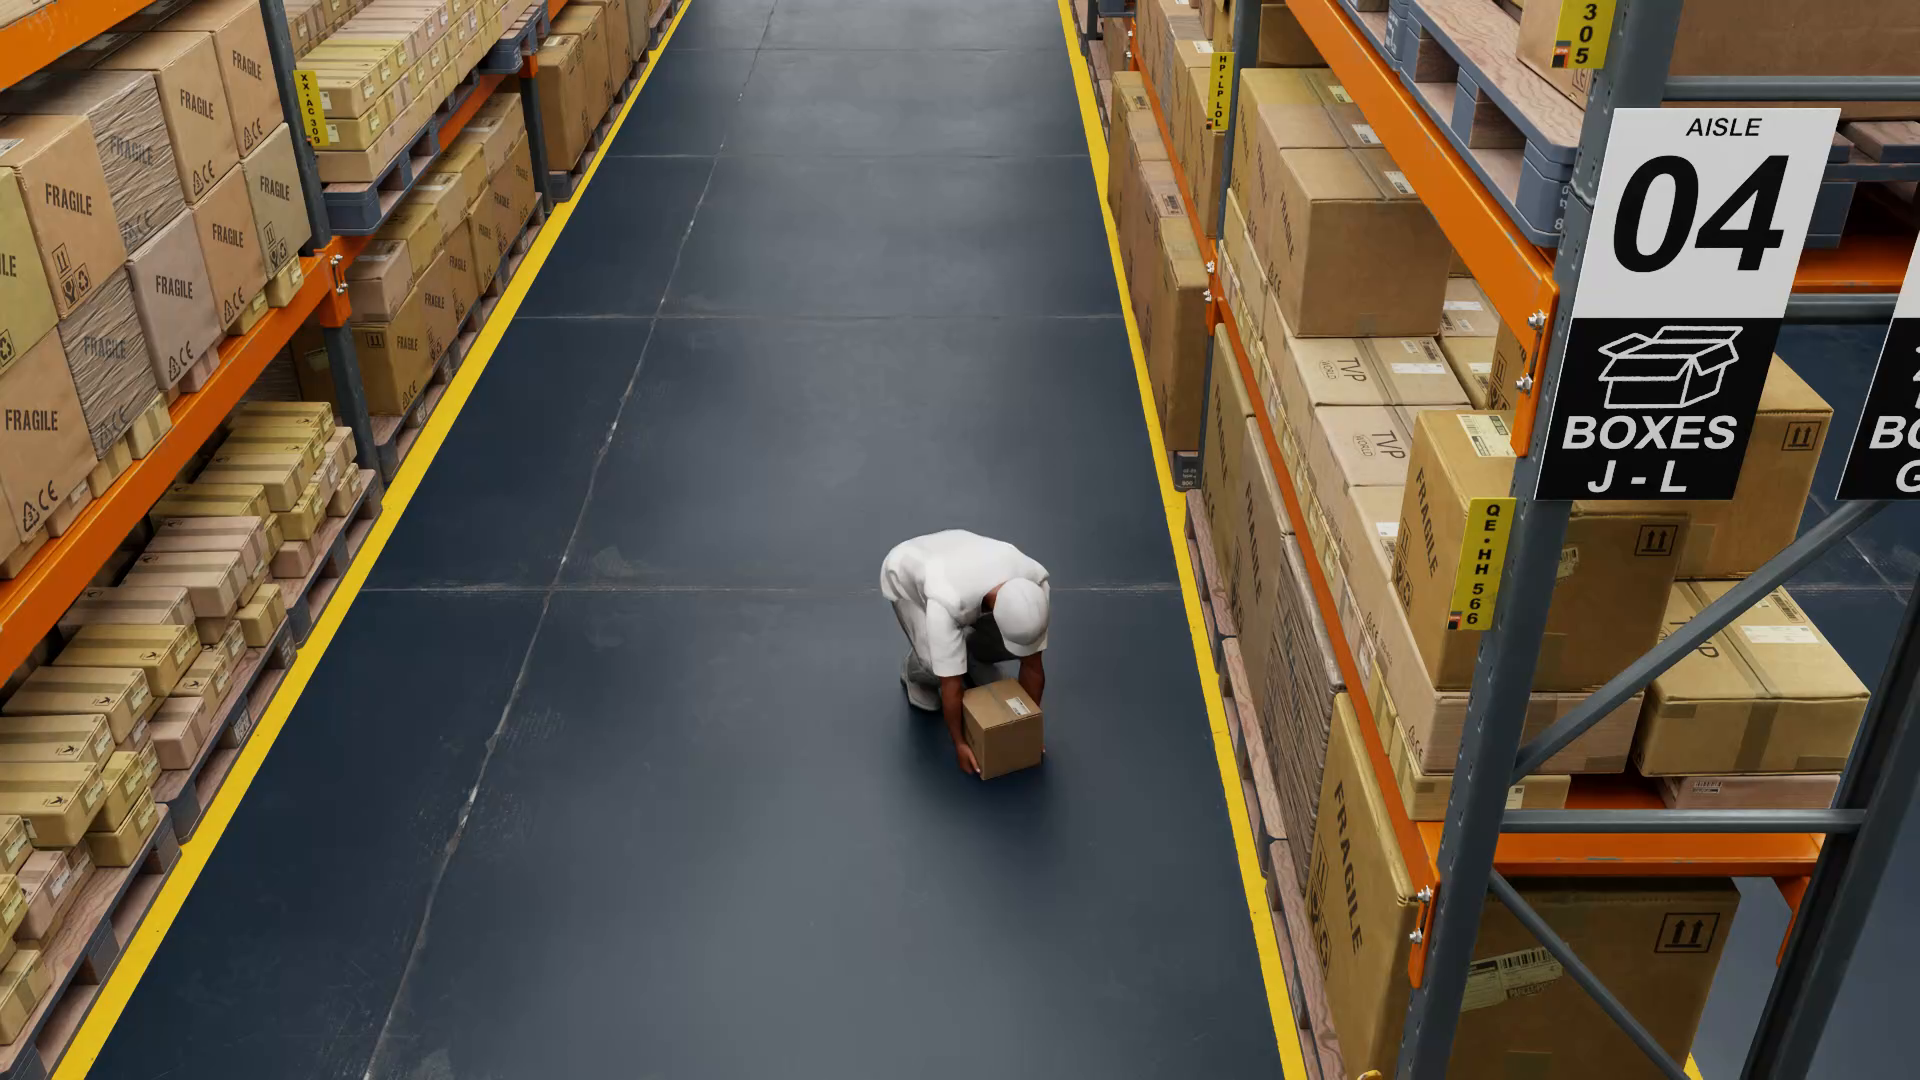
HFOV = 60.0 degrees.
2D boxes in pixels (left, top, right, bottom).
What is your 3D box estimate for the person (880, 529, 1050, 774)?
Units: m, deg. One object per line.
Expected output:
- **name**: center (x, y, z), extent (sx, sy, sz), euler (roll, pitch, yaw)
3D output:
- **person**: center (0.056, 0.361, 6.516), extent (0.532, 0.859, 0.946), euler (-14, 34, -22)
